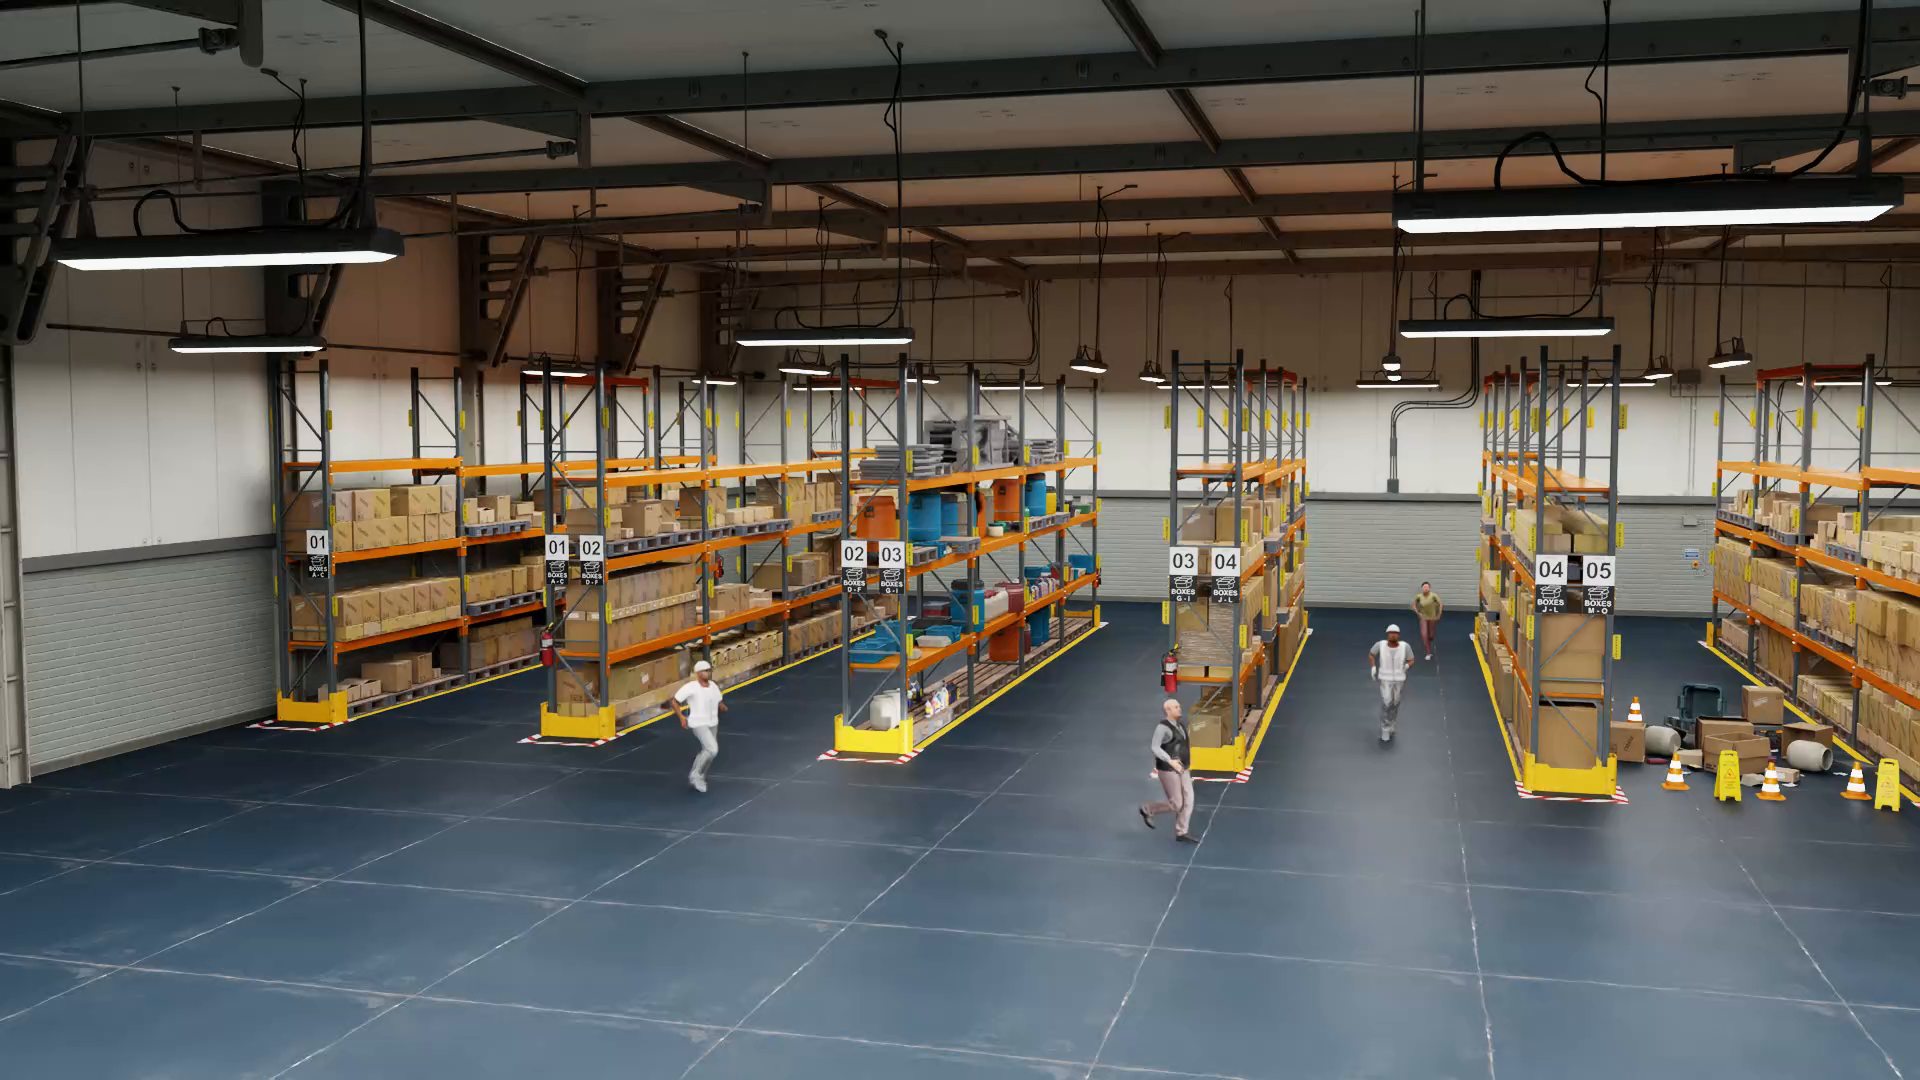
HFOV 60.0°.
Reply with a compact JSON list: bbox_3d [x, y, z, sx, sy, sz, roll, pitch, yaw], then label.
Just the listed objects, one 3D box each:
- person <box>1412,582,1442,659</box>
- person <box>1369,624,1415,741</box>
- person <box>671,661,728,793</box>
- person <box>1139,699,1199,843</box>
[{"bbox_3d":[9.879,1.685,35.180,0.606,1.637,0.708,1,4,14],"label":"person"},{"bbox_3d":[6.818,2.243,26.197,0.662,1.839,0.778,0,4,3],"label":"person"},{"bbox_3d":[-3.437,2.511,22.419,0.697,1.769,0.674,3,5,34],"label":"person"},{"bbox_3d":[2.514,2.734,19.778,0.762,1.688,0.675,3,5,37],"label":"person"}]
